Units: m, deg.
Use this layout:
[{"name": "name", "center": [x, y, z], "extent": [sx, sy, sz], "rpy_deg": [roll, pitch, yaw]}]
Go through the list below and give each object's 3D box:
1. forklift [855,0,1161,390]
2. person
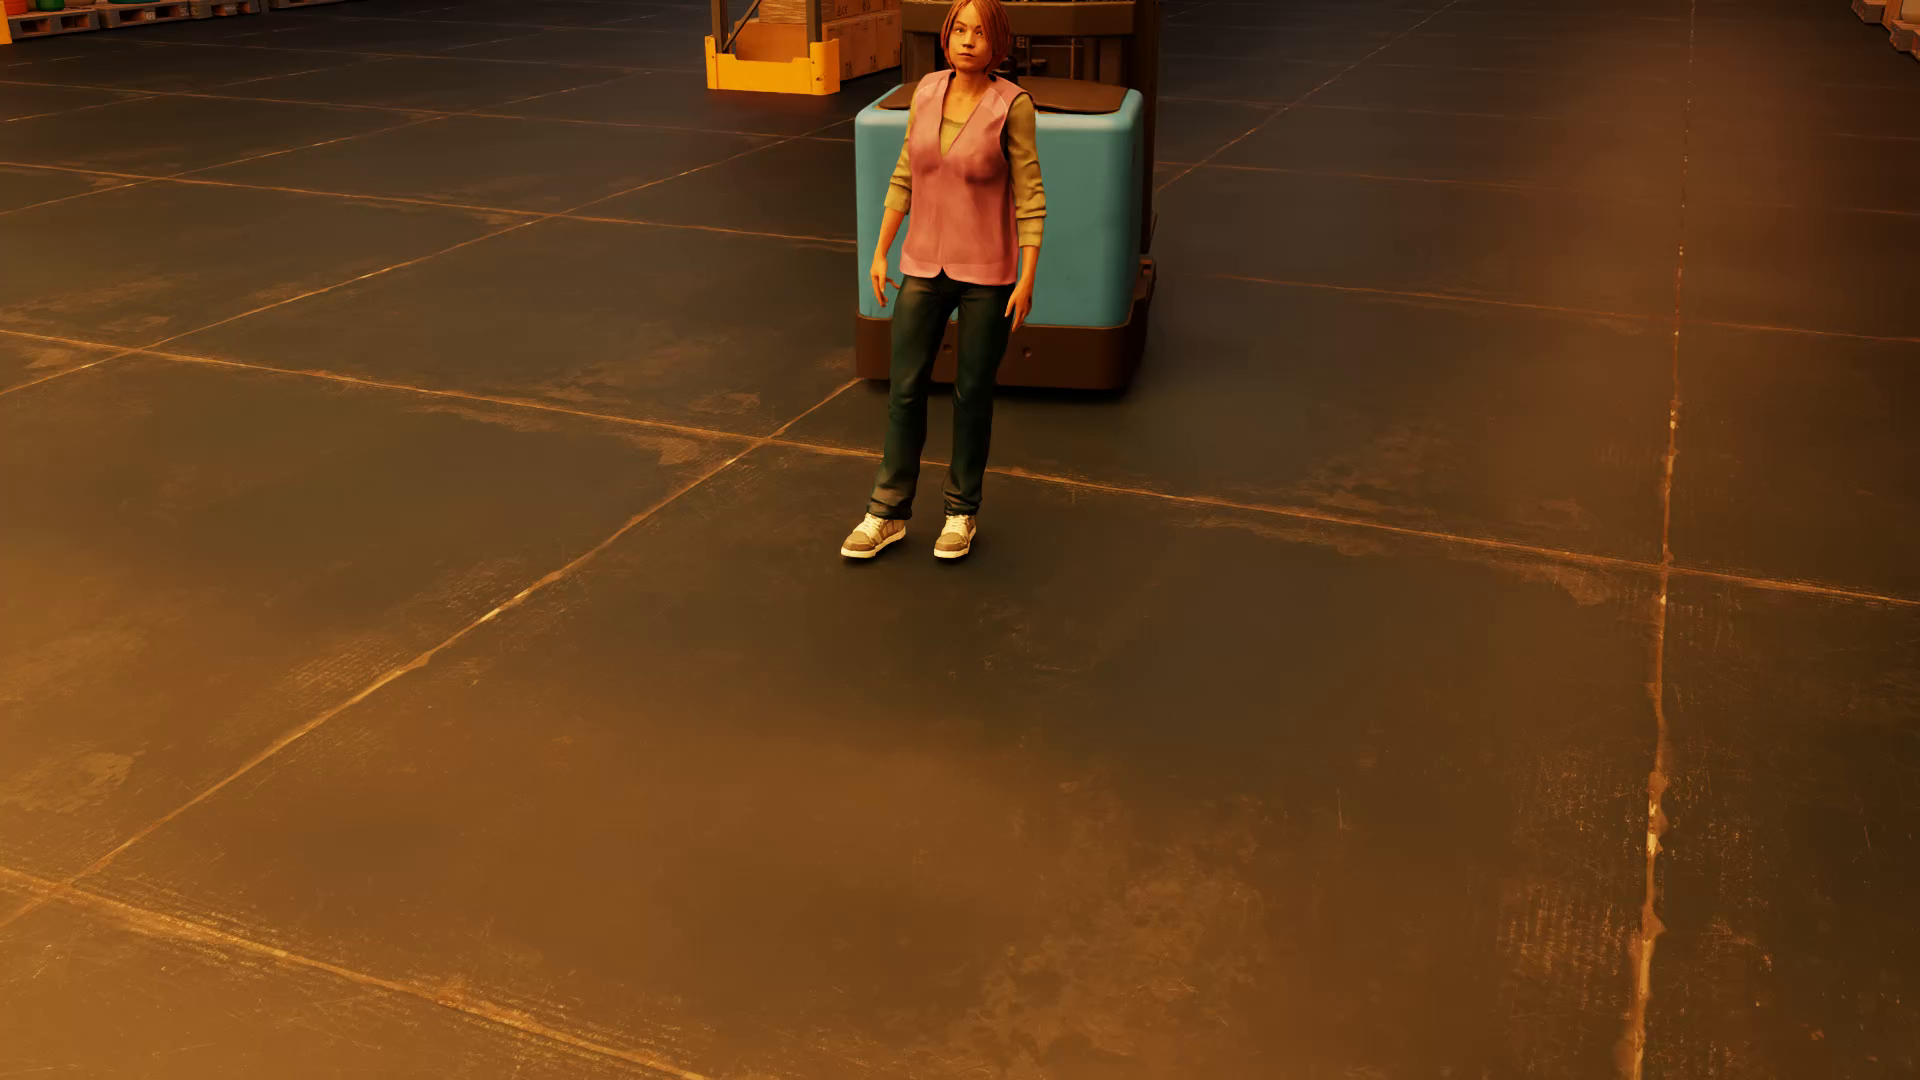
[{"name": "forklift", "center": [0.333, -2.452, 7.159], "extent": [1.130, 2.935, 3.031], "rpy_deg": [3, 23, 8]}, {"name": "person", "center": [-0.041, -0.718, 4.723], "extent": [0.521, 1.599, 0.473], "rpy_deg": [9, 24, 21]}]
